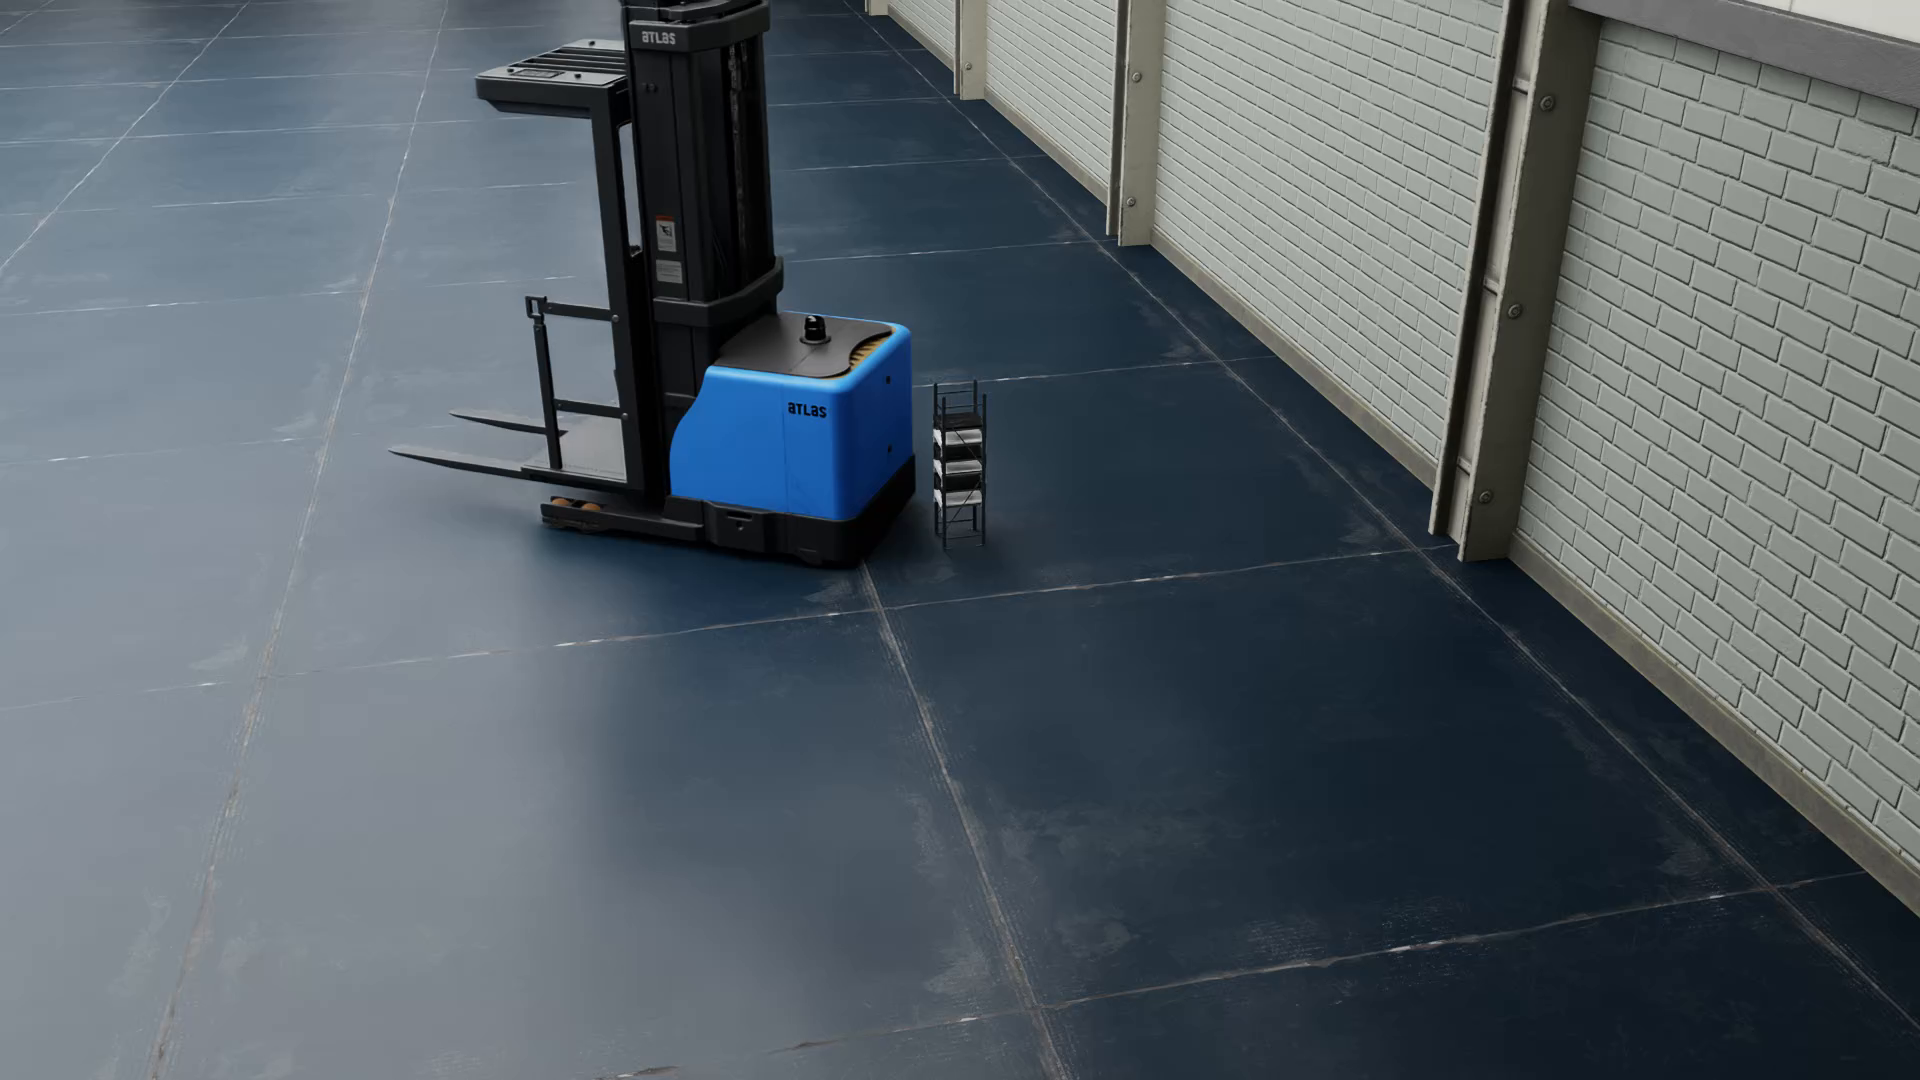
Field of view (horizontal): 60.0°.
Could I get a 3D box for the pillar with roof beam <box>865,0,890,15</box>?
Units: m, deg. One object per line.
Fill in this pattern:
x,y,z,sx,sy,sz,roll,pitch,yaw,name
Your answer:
-5.425,-11.465,21.977,9.100,9.000,0.400,-6,27,-12,pillar with roof beam

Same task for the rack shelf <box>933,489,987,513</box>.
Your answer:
-0.002,-0.215,9.150,0.258,0.077,0.200,-6,27,-12,rack shelf

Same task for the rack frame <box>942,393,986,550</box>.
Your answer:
0.021,-0.361,8.966,0.240,0.900,0.006,-6,27,-12,rack frame

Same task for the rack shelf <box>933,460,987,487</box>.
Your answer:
-0.002,-0.376,9.069,0.258,0.077,0.200,-6,27,-12,rack shelf

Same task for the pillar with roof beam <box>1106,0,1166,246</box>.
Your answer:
-2.721,-6.197,11.540,9.100,9.000,0.400,-6,27,-12,pillar with roof beam

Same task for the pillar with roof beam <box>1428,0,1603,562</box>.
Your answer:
-1.368,-3.563,6.321,9.100,9.000,0.400,-6,27,-12,pillar with roof beam

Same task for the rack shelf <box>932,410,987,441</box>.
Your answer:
-0.002,-0.617,8.948,0.258,0.077,0.200,-6,27,-12,rack shelf

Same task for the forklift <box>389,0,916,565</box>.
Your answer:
-1.832,-1.559,9.086,3.031,2.935,1.130,9,28,17,forklift

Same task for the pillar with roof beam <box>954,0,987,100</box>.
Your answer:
-4.073,-8.831,16.759,9.100,9.000,0.400,-6,27,-12,pillar with roof beam

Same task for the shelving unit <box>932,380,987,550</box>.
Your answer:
-0.002,-0.405,9.054,0.258,0.900,0.210,-6,27,-12,shelving unit

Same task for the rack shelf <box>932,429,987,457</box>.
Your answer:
-0.002,-0.536,8.988,0.258,0.077,0.200,-6,27,-12,rack shelf

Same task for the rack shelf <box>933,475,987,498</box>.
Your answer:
-0.002,-0.295,9.110,0.258,0.077,0.200,-6,27,-12,rack shelf

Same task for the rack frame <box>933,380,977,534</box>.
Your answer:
-0.025,-0.450,9.143,0.240,0.900,0.006,-6,27,-12,rack frame

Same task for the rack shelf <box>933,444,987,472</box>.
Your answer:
-0.002,-0.456,9.029,0.258,0.077,0.200,-6,27,-12,rack shelf
